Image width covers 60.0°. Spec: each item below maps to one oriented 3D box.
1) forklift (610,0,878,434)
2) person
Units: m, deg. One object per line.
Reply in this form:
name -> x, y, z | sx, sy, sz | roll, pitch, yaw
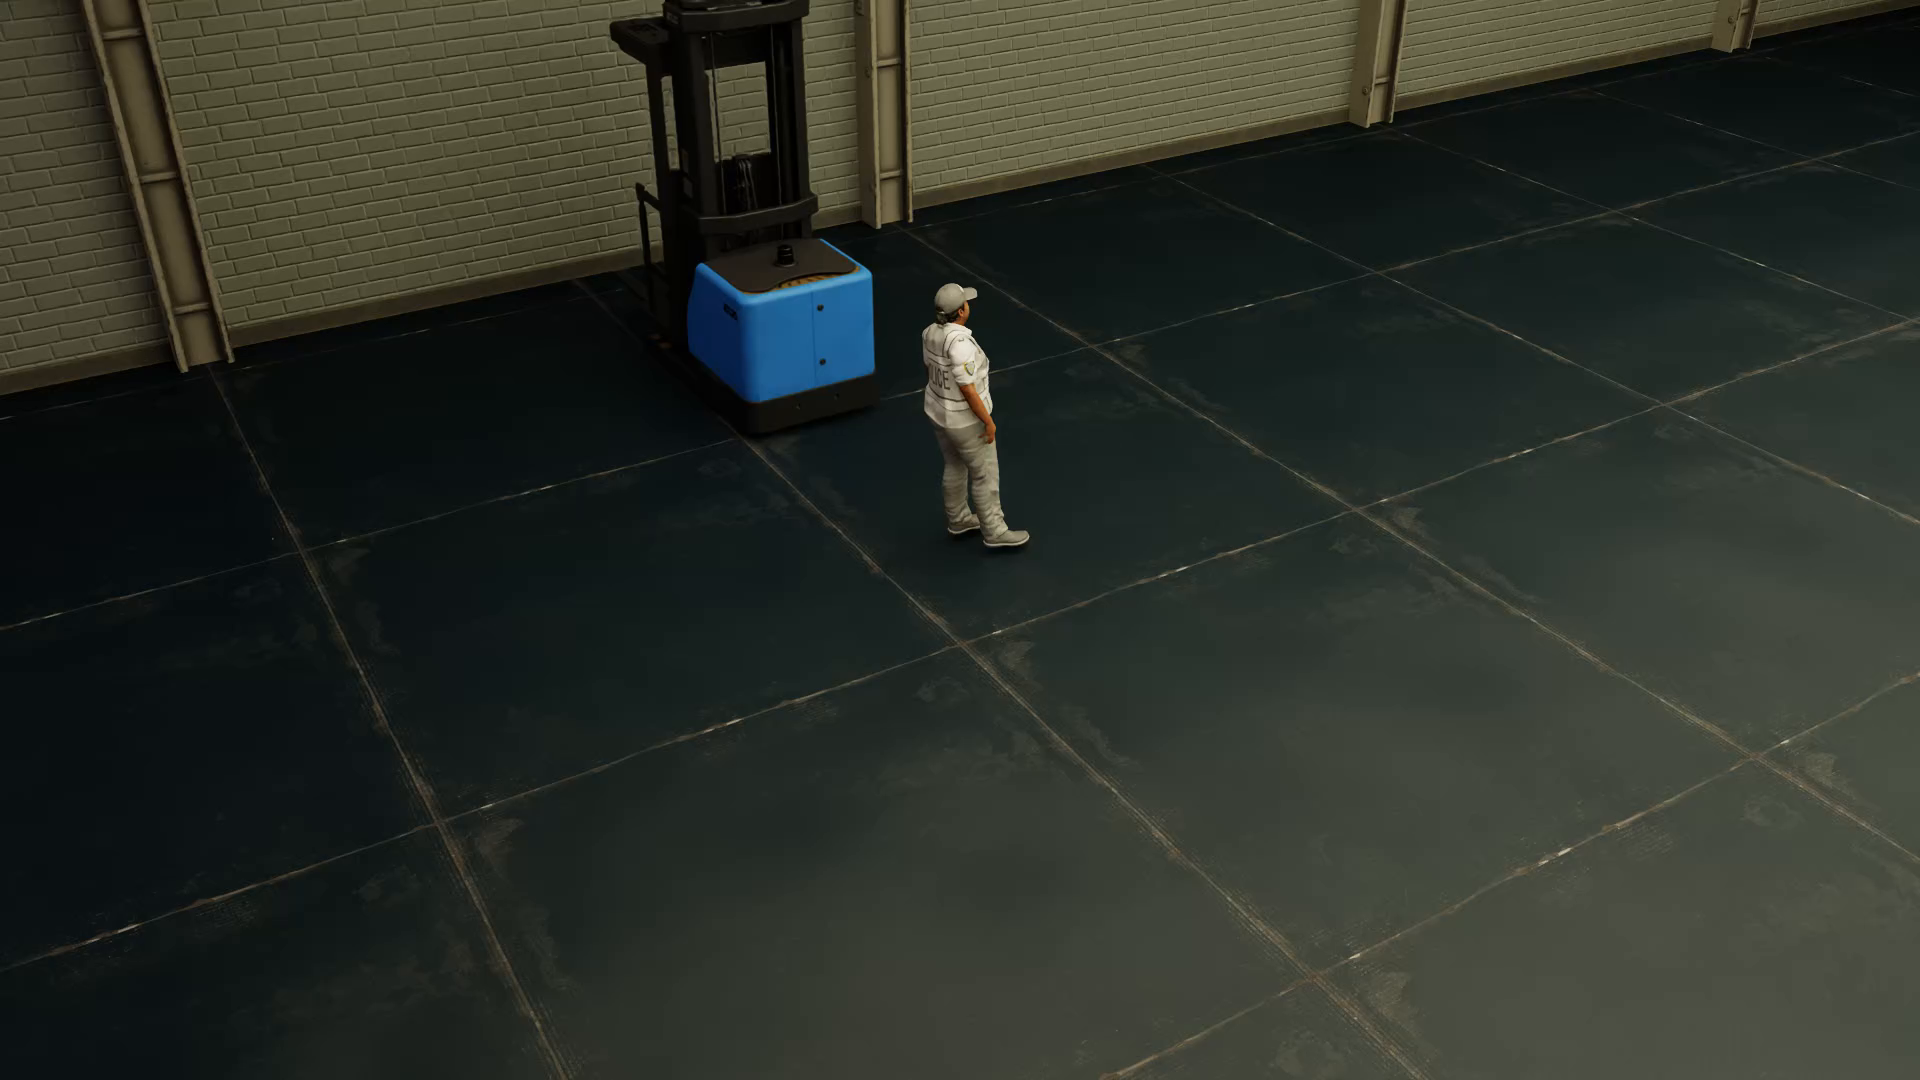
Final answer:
forklift -> -1.791, -2.719, 12.188 | 1.130, 2.935, 3.031 | -17, 35, -27
person -> 0.077, -0.765, 10.065 | 0.529, 1.670, 0.598 | -17, 35, -26
